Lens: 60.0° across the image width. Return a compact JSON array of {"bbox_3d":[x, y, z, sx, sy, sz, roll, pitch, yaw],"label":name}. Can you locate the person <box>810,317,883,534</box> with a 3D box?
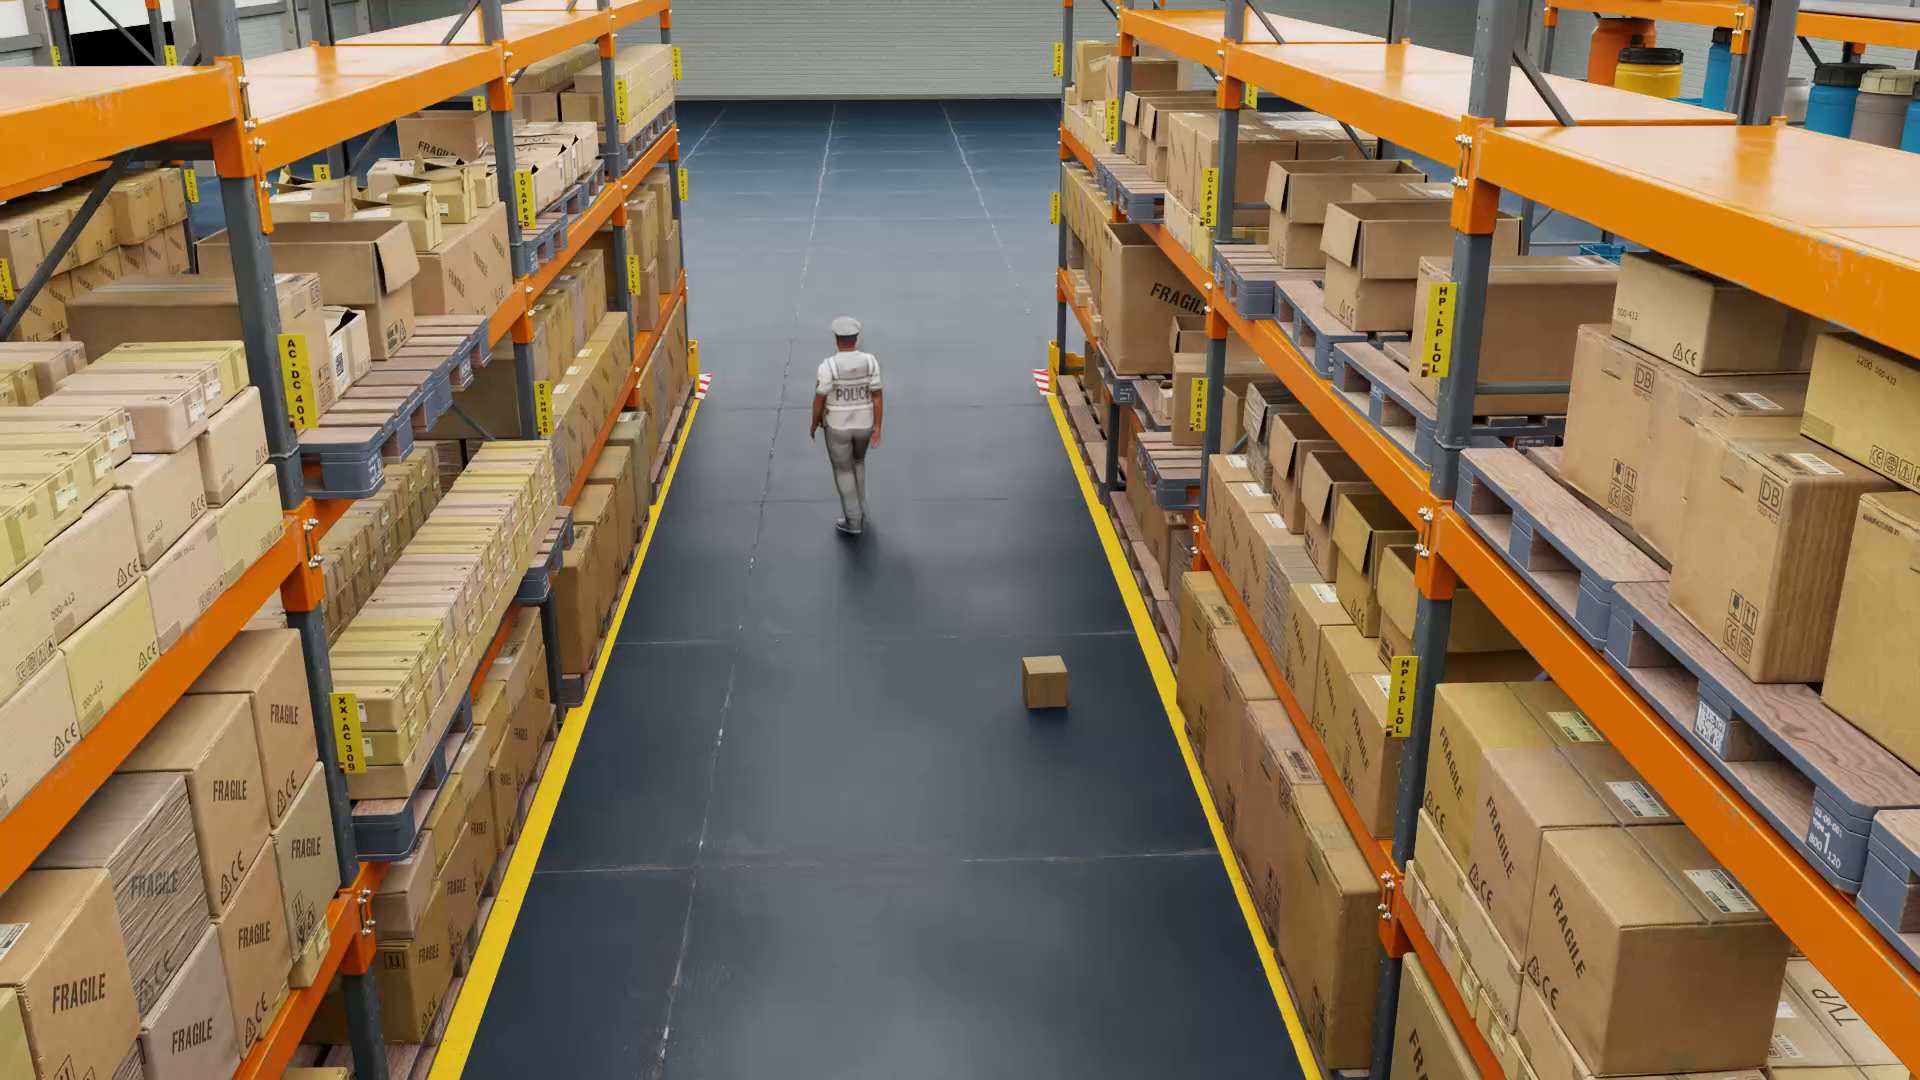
[{"bbox_3d":[-0.944,-0.914,13.572,0.540,1.840,0.625,-11,23,-27],"label":"person"}]
